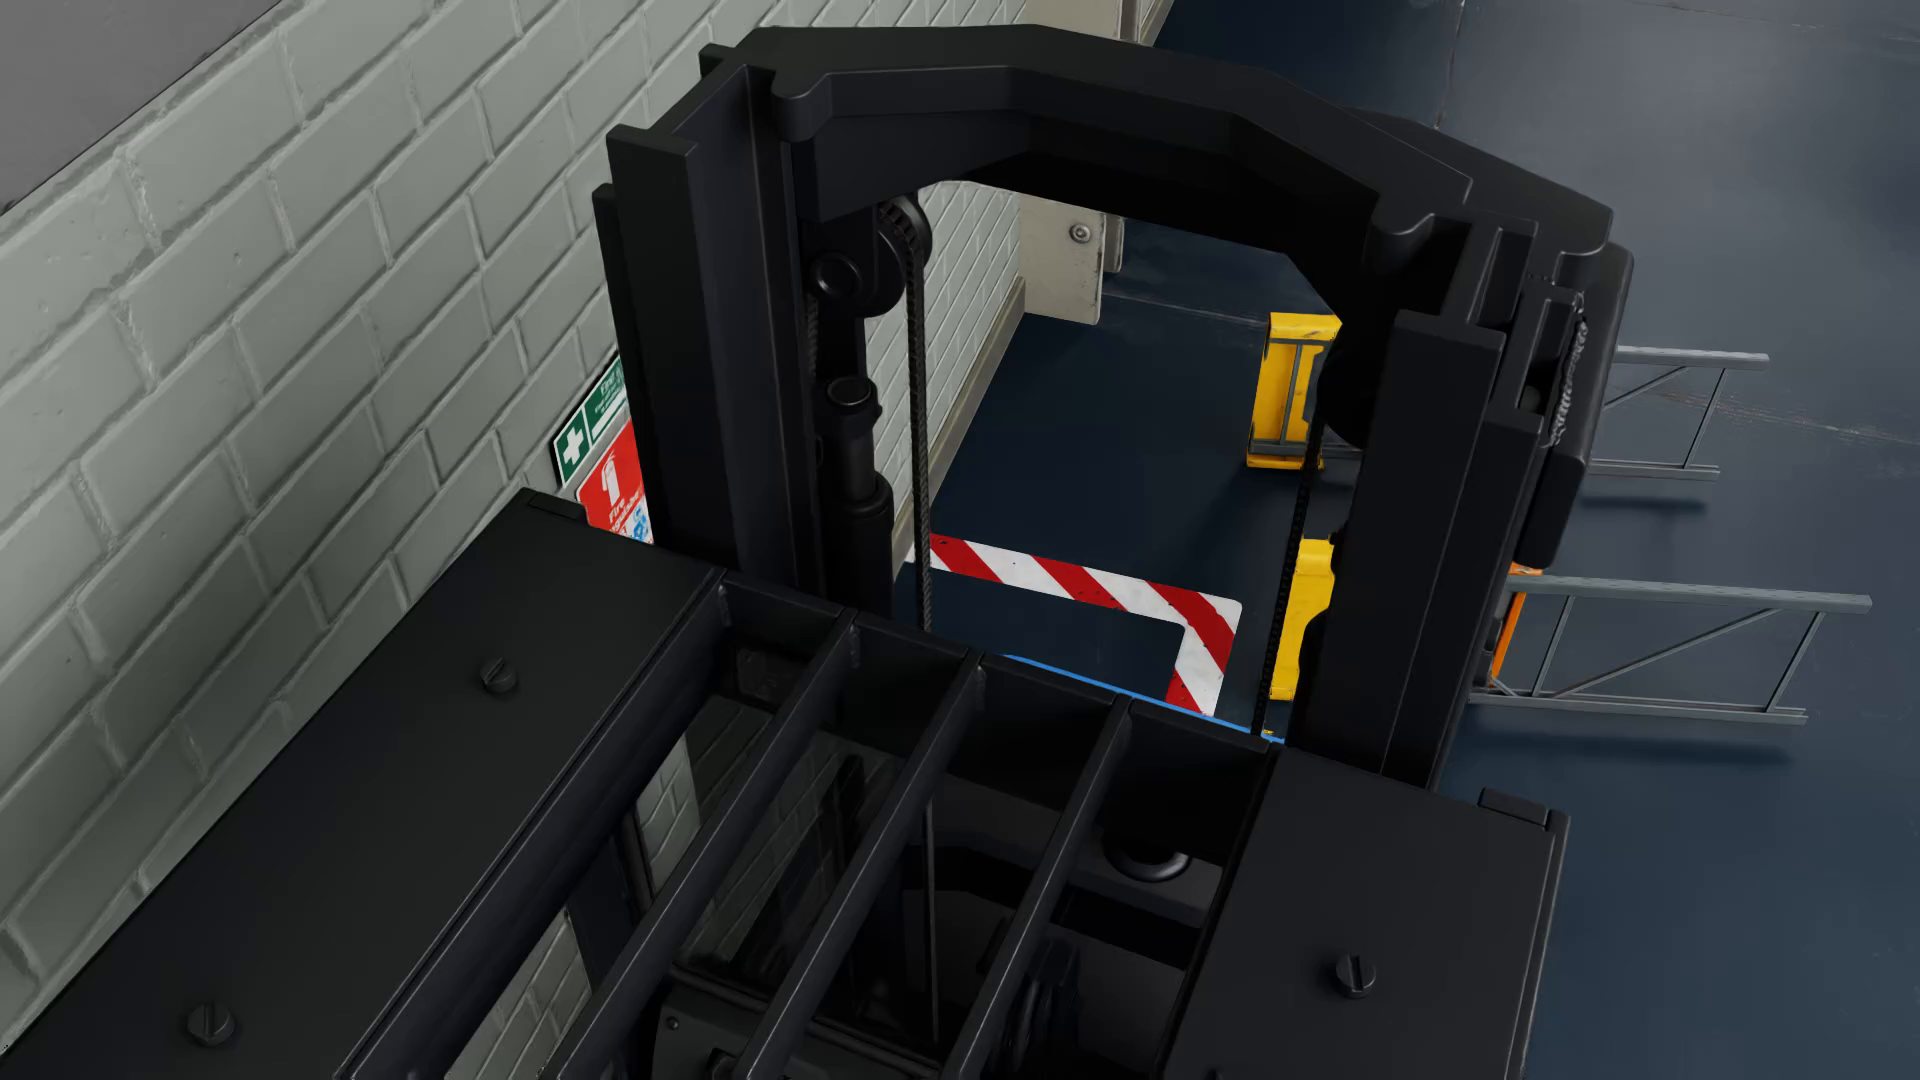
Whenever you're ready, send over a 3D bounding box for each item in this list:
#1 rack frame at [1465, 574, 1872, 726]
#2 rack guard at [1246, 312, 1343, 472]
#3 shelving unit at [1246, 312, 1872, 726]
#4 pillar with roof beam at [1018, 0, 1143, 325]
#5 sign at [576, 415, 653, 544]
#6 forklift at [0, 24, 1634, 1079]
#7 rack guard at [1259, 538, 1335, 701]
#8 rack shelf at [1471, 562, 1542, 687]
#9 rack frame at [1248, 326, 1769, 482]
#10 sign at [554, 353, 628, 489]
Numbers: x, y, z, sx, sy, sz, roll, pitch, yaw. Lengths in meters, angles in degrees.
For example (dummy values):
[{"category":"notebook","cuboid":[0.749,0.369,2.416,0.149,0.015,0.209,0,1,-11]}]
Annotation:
[{"category":"rack frame","cuboid":[1.609,0.285,4.521,1.500,0.500,0.032,4,44,3]},{"category":"rack guard","cuboid":[1.073,-0.462,5.280,0.250,0.587,0.087,4,44,3]},{"category":"shelving unit","cuboid":[1.653,-0.076,4.890,1.500,0.587,1.083,4,44,3]},{"category":"pillar with roof beam","cuboid":[4.511,-3.251,2.138,9.100,9.000,0.400,13,46,13]},{"category":"sign","cuboid":[-0.643,-0.045,3.126,0.001,0.329,0.234,13,46,13]},{"category":"forklift","cuboid":[-0.084,1.022,2.110,1.130,2.935,3.031,17,47,16]},{"category":"rack guard","cuboid":[0.988,0.232,4.571,0.250,0.587,0.087,4,44,3]},{"category":"rack shelf","cuboid":[1.473,-0.081,4.894,0.185,0.538,1.000,4,44,3]},{"category":"rack frame","cuboid":[1.695,-0.424,5.245,1.500,0.500,0.032,4,44,3]},{"category":"sign","cuboid":[-0.633,-0.236,2.942,0.001,0.109,0.331,13,46,13]}]
